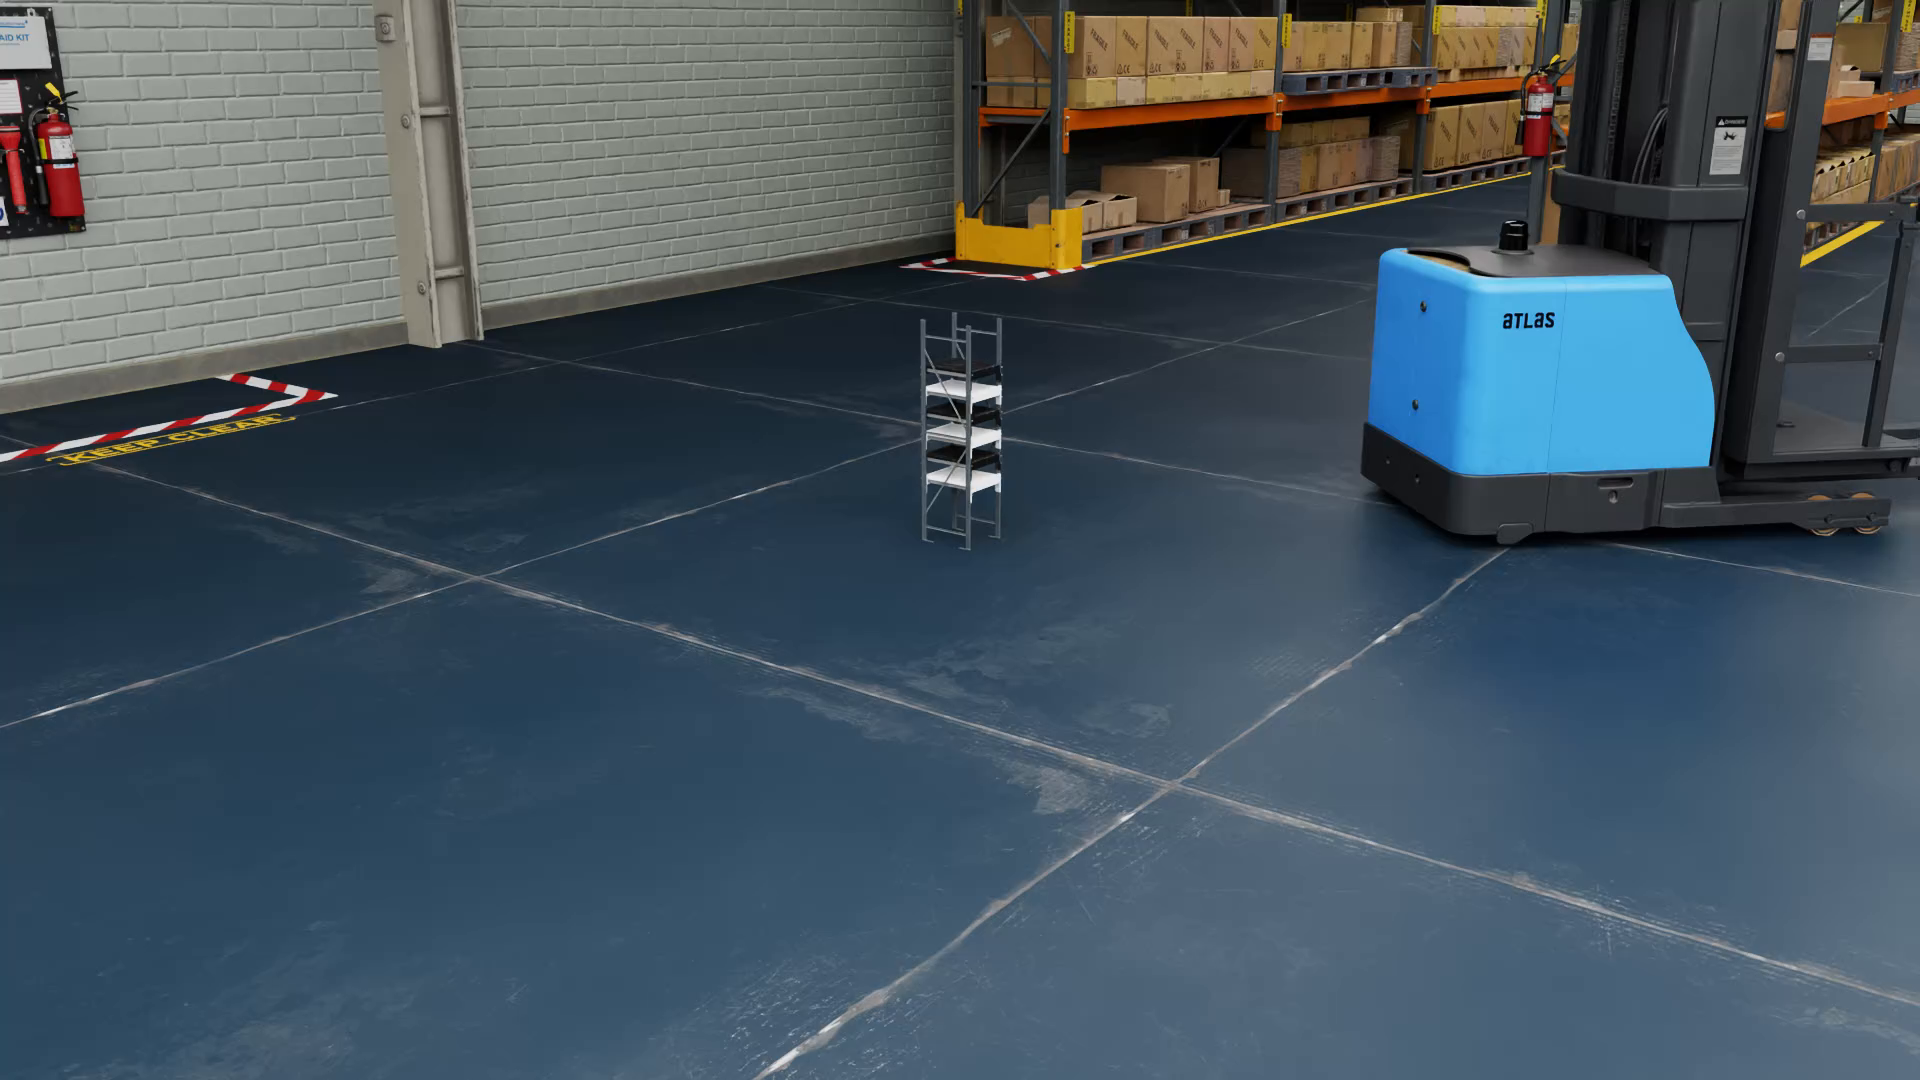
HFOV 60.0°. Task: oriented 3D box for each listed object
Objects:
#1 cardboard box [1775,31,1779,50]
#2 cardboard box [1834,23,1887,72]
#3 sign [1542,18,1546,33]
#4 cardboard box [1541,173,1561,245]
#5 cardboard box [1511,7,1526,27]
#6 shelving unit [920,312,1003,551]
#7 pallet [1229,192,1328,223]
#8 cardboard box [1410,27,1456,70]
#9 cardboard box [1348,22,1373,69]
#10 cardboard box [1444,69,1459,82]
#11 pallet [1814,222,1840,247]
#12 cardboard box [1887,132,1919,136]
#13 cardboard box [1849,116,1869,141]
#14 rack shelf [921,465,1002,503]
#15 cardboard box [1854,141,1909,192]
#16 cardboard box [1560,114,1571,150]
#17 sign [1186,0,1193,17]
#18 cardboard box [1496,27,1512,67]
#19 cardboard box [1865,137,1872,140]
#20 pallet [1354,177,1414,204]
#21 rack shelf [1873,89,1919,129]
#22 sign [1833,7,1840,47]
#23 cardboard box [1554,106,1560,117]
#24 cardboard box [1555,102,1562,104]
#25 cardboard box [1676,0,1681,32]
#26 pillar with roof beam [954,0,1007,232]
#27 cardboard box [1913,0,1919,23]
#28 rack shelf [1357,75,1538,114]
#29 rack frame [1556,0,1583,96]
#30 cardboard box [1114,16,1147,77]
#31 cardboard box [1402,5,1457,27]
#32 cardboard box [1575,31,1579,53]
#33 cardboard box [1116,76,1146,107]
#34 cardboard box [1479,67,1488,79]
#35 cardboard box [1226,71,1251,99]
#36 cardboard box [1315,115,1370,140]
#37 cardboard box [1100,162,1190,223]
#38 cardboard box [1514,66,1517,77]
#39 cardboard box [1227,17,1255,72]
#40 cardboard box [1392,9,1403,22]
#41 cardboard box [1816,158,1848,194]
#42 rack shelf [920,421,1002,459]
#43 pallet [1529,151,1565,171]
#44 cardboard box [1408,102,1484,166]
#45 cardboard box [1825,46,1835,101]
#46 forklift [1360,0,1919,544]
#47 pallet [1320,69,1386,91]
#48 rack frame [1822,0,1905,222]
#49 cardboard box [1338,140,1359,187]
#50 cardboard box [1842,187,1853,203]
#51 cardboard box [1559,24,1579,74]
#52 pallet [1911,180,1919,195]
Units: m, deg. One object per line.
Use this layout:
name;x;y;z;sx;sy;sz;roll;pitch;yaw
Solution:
cardboard box;6.226;-3.945;13.128;0.380;0.149;0.250;12;21;34
cardboard box;9.492;-5.303;17.887;0.700;0.500;0.500;5;18;16
sign;8.051;-7.134;22.839;0.100;0.325;0.005;12;21;35
cardboard box;4.521;-2.405;12.096;0.500;0.500;0.500;12;21;35
cardboard box;7.224;-6.993;22.237;0.500;0.250;0.500;13;21;36
shelving unit;0.005;-0.432;6.617;0.258;0.900;0.210;12;21;35
pallet;3.306;-3.661;18.176;1.003;0.211;1.213;12;21;35
cardboard box;5.721;-6.029;20.398;0.500;0.500;0.500;13;22;36
cardboard box;4.230;-5.603;18.818;0.700;0.500;0.500;12;21;35
cardboard box;5.992;-5.793;20.732;0.380;0.149;0.250;13;22;36
pallet;7.958;-3.075;16.289;1.003;0.211;1.213;12;21;35
cardboard box;11.526;-4.686;20.248;0.500;0.500;0.500;12;21;34
cardboard box;10.212;-4.782;19.294;0.500;0.250;0.500;12;21;34
rack shelf;0.005;-0.228;6.680;0.258;0.077;0.200;12;21;35
cardboard box;10.318;-4.204;18.695;0.500;0.500;0.500;12;21;34
cardboard box;8.747;-6.120;24.900;0.700;0.500;0.500;13;21;36
sign;2.395;-5.457;17.306;0.100;0.325;0.005;12;21;35
cardboard box;6.935;-6.516;21.964;0.500;0.500;0.500;12;21;35
cardboard box;10.494;-4.535;19.763;0.500;0.500;0.500;13;21;35
pallet;4.759;-4.242;20.048;1.003;0.211;1.213;12;21;35
rack shelf;10.399;-5.018;19.057;1.077;0.370;4.000;12;21;35
sign;7.270;-4.286;13.894;0.100;0.325;0.005;12;21;35
cardboard box;8.488;-6.238;24.187;0.380;0.149;0.250;13;22;37
cardboard box;8.968;-6.621;25.420;0.380;0.149;0.250;13;21;35
cardboard box;4.760;-3.768;11.465;0.700;0.500;0.500;13;21;35
pillar with roof beam;3.639;-6.278;11.786;9.100;9.000;0.400;12;21;35
cardboard box;12.097;-6.425;20.523;0.500;0.500;0.500;13;22;36
rack shelf;6.418;-5.892;21.873;1.077;0.370;4.000;12;21;35
rack frame;9.993;-7.665;26.368;1.000;3.000;0.127;12;21;35
cardboard box;1.288;-4.327;14.573;0.500;0.500;0.500;12;21;35
cardboard box;5.721;-6.386;20.283;0.500;0.250;0.500;13;22;36
cardboard box;4.515;-3.462;11.571;0.380;0.149;0.250;12;21;34
cardboard box;1.303;-3.978;14.716;0.500;0.250;0.500;12;21;33
cardboard box;6.676;-6.115;21.768;0.380;0.149;0.250;13;22;36
cardboard box;2.501;-4.461;16.271;0.500;0.250;0.500;13;21;35
cardboard box;4.449;-4.829;19.443;0.500;0.250;0.500;13;21;36
cardboard box;1.761;-3.321;15.853;0.700;0.500;0.500;11;20;31
cardboard box;7.314;-6.353;22.534;0.380;0.149;0.250;13;22;36
cardboard box;2.517;-4.816;16.148;0.500;0.500;0.500;12;21;34
cardboard box;5.045;-6.240;19.775;0.380;0.149;0.250;9;20;28
cardboard box;8.185;-3.508;15.966;0.500;0.311;0.500;13;22;36
rack shelf;0.005;-0.400;6.626;0.258;0.077;0.200;12;21;35
pallet;8.126;-5.548;24.253;1.003;0.211;1.213;12;21;35
cardboard box;6.297;-5.293;21.647;0.750;0.750;0.750;12;21;34
cardboard box;7.907;-4.405;15.702;0.500;0.500;0.500;12;21;35
forklift;3.359;-1.567;6.847;3.031;2.935;1.130;-3;17;-8
pallet;4.080;-5.189;18.719;1.003;0.211;1.213;12;21;35
rack frame;9.207;-4.885;17.417;1.000;3.000;0.127;12;21;35
cardboard box;4.166;-4.370;19.230;0.700;0.500;0.500;12;21;34
cardboard box;8.483;-3.361;16.438;0.500;0.250;0.500;13;21;36
cardboard box;8.385;-7.155;24.219;0.980;0.700;0.700;12;21;33
pallet;11.136;-4.306;20.253;1.003;0.211;1.213;12;21;35
